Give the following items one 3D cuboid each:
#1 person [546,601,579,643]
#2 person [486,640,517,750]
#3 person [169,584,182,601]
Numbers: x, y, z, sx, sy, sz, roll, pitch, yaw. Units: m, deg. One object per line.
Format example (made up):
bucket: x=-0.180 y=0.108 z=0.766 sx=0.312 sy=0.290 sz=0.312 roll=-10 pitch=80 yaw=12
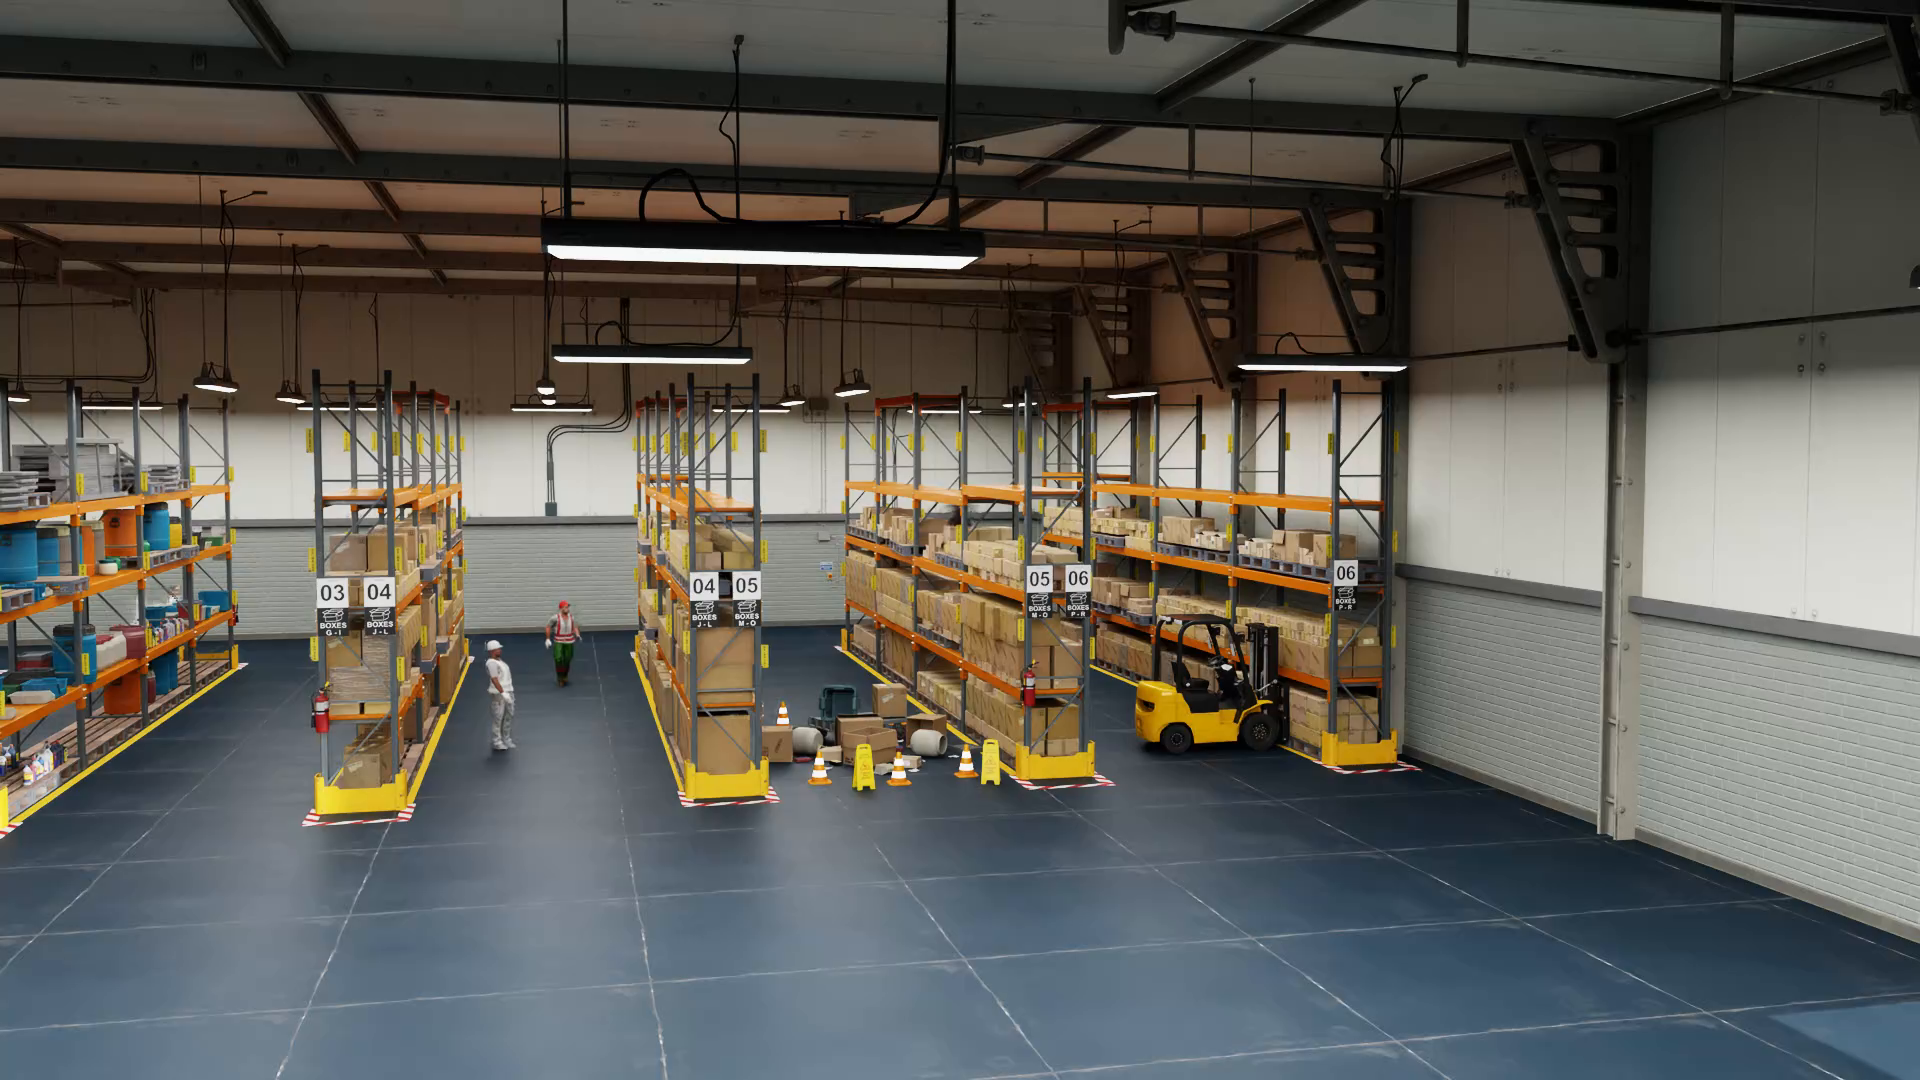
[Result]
person: x=-8.261 y=1.694 z=34.572 sx=0.672 sy=0.865 sz=0.366 roll=-1 pitch=3 yaw=-14
person: x=-7.513 y=2.552 z=27.306 sx=0.629 sy=1.819 sz=0.628 roll=1 pitch=3 yaw=19
person: x=-18.473 y=1.546 z=39.237 sx=0.347 sy=1.009 sz=0.472 roll=0 pitch=3 yaw=-3
